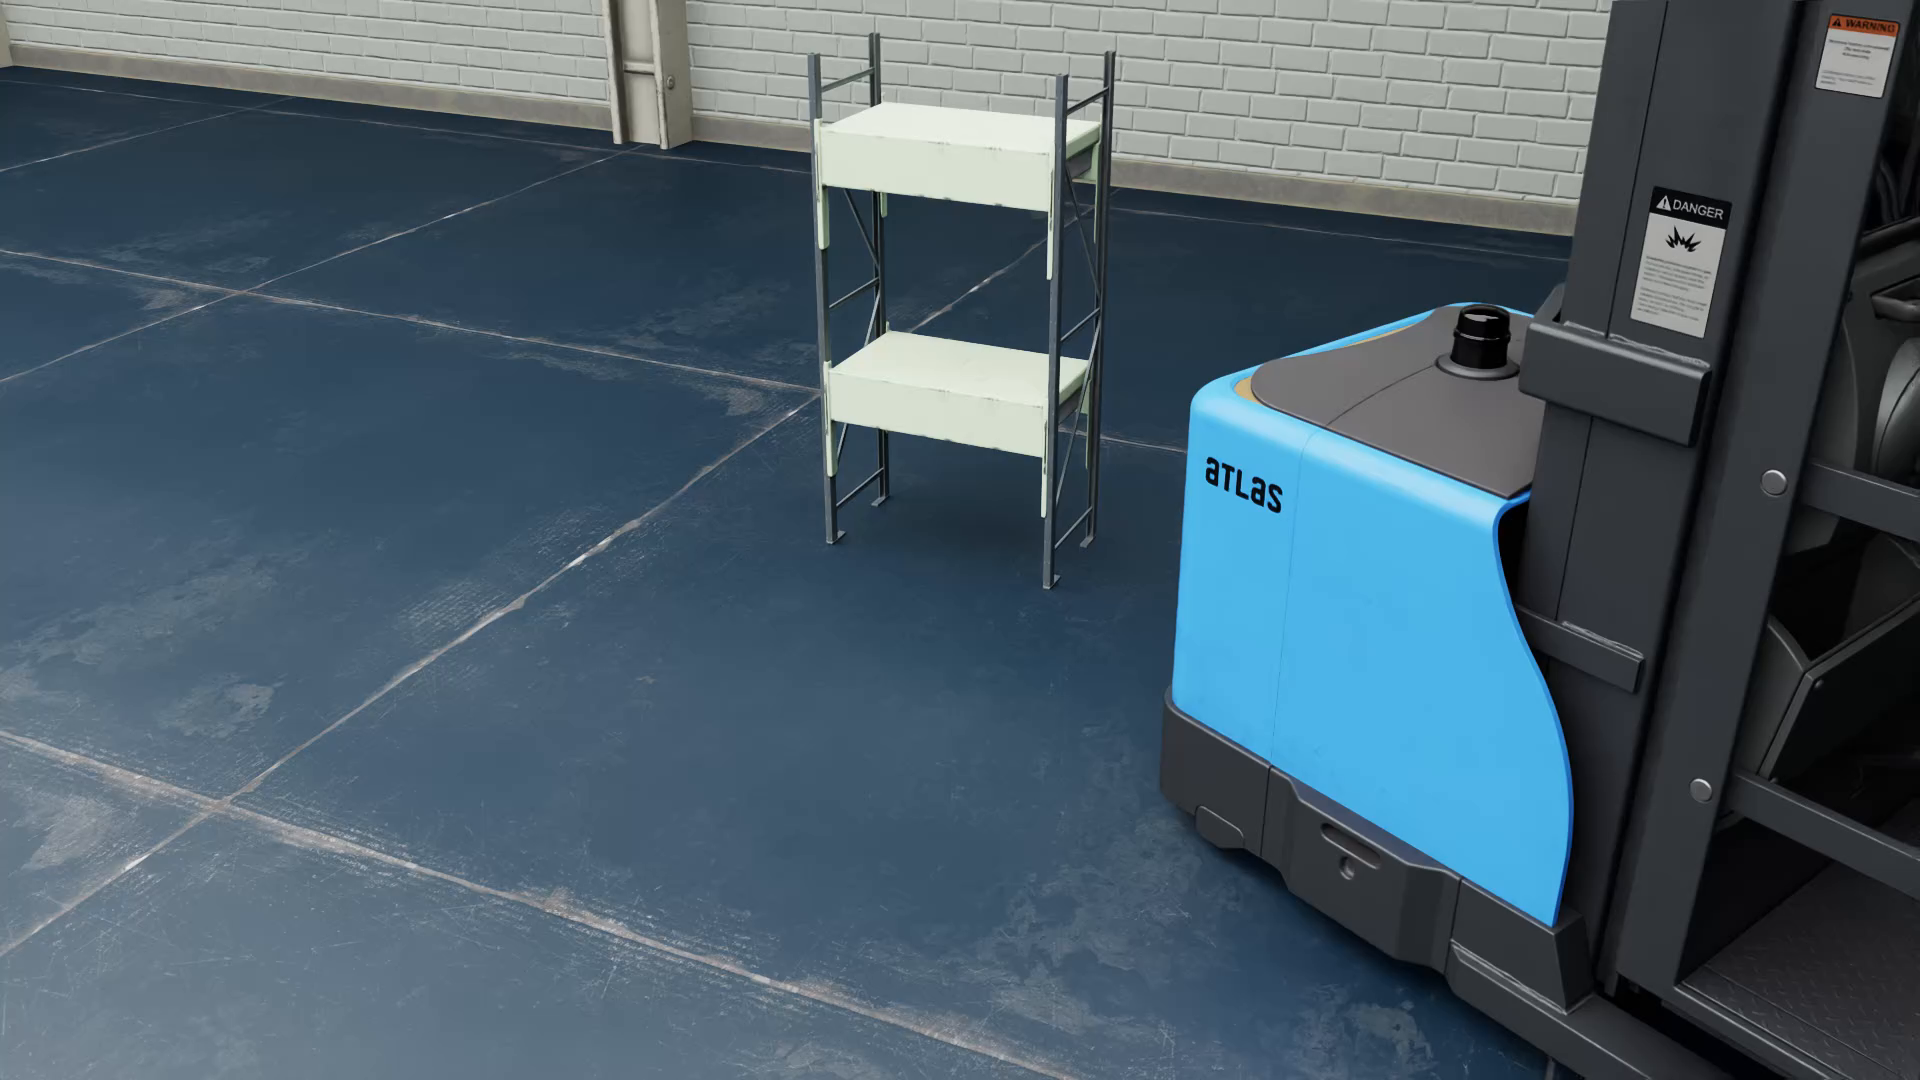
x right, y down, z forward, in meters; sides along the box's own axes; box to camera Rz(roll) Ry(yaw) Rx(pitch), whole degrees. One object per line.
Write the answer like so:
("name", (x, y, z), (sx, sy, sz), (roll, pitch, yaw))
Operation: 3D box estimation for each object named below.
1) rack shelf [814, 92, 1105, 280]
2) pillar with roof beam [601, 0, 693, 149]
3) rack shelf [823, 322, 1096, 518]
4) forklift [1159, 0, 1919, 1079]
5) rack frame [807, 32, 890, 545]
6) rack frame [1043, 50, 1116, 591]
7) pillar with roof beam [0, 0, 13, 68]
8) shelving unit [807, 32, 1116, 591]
("rack shelf", (0.006, -1.022, 4.744), (0.720, 0.370, 0.431), (11, 28, 22))
("pillar with roof beam", (-3.663, -4.764, 4.738), (0.400, 9.000, 9.100), (11, 28, 22))
("rack shelf", (0.006, -0.379, 5.060), (0.720, 0.370, 0.431), (11, 28, 22))
("forklift", (1.780, -0.300, 2.542), (1.130, 2.935, 3.031), (-19, 32, -34))
("rack frame", (-0.327, -0.739, 5.052), (0.023, 1.500, 0.400), (11, 28, 22))
("rack frame", (0.339, -0.605, 4.780), (0.023, 1.500, 0.400), (11, 28, 22))
("pillar with roof beam", (-9.125, -5.861, 6.967), (0.400, 9.000, 9.100), (11, 28, 22))
("shelving unit", (0.006, -0.672, 4.916), (0.755, 1.500, 0.431), (11, 28, 22))
